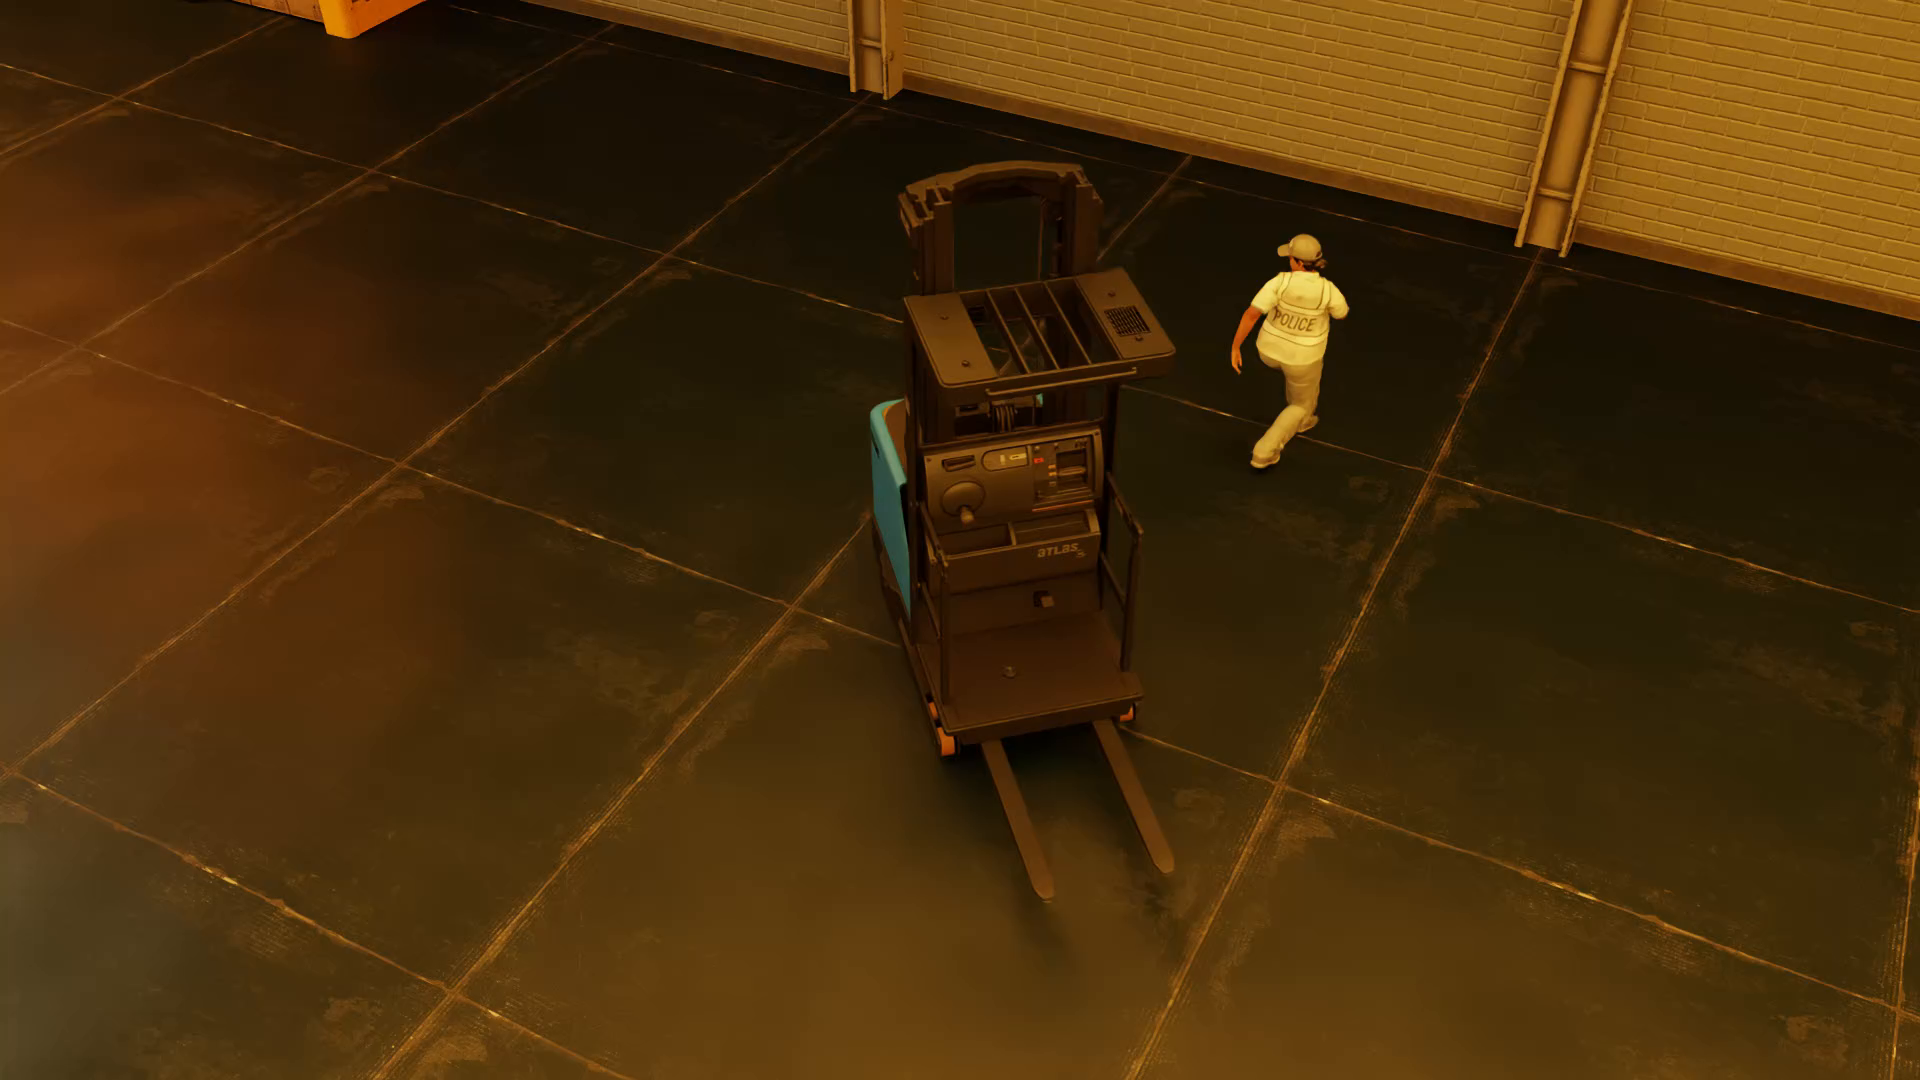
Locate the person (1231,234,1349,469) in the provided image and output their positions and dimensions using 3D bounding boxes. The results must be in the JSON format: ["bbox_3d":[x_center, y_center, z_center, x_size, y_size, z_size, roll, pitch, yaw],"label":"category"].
[{"bbox_3d":[2.124,-1.215,10.513,0.504,1.603,0.888,29,48,30],"label":"person"}]

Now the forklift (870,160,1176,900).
[{"bbox_3d":[0.333,-0.244,8.276,1.130,2.935,3.031,-9,41,-11],"label":"forklift"}]
